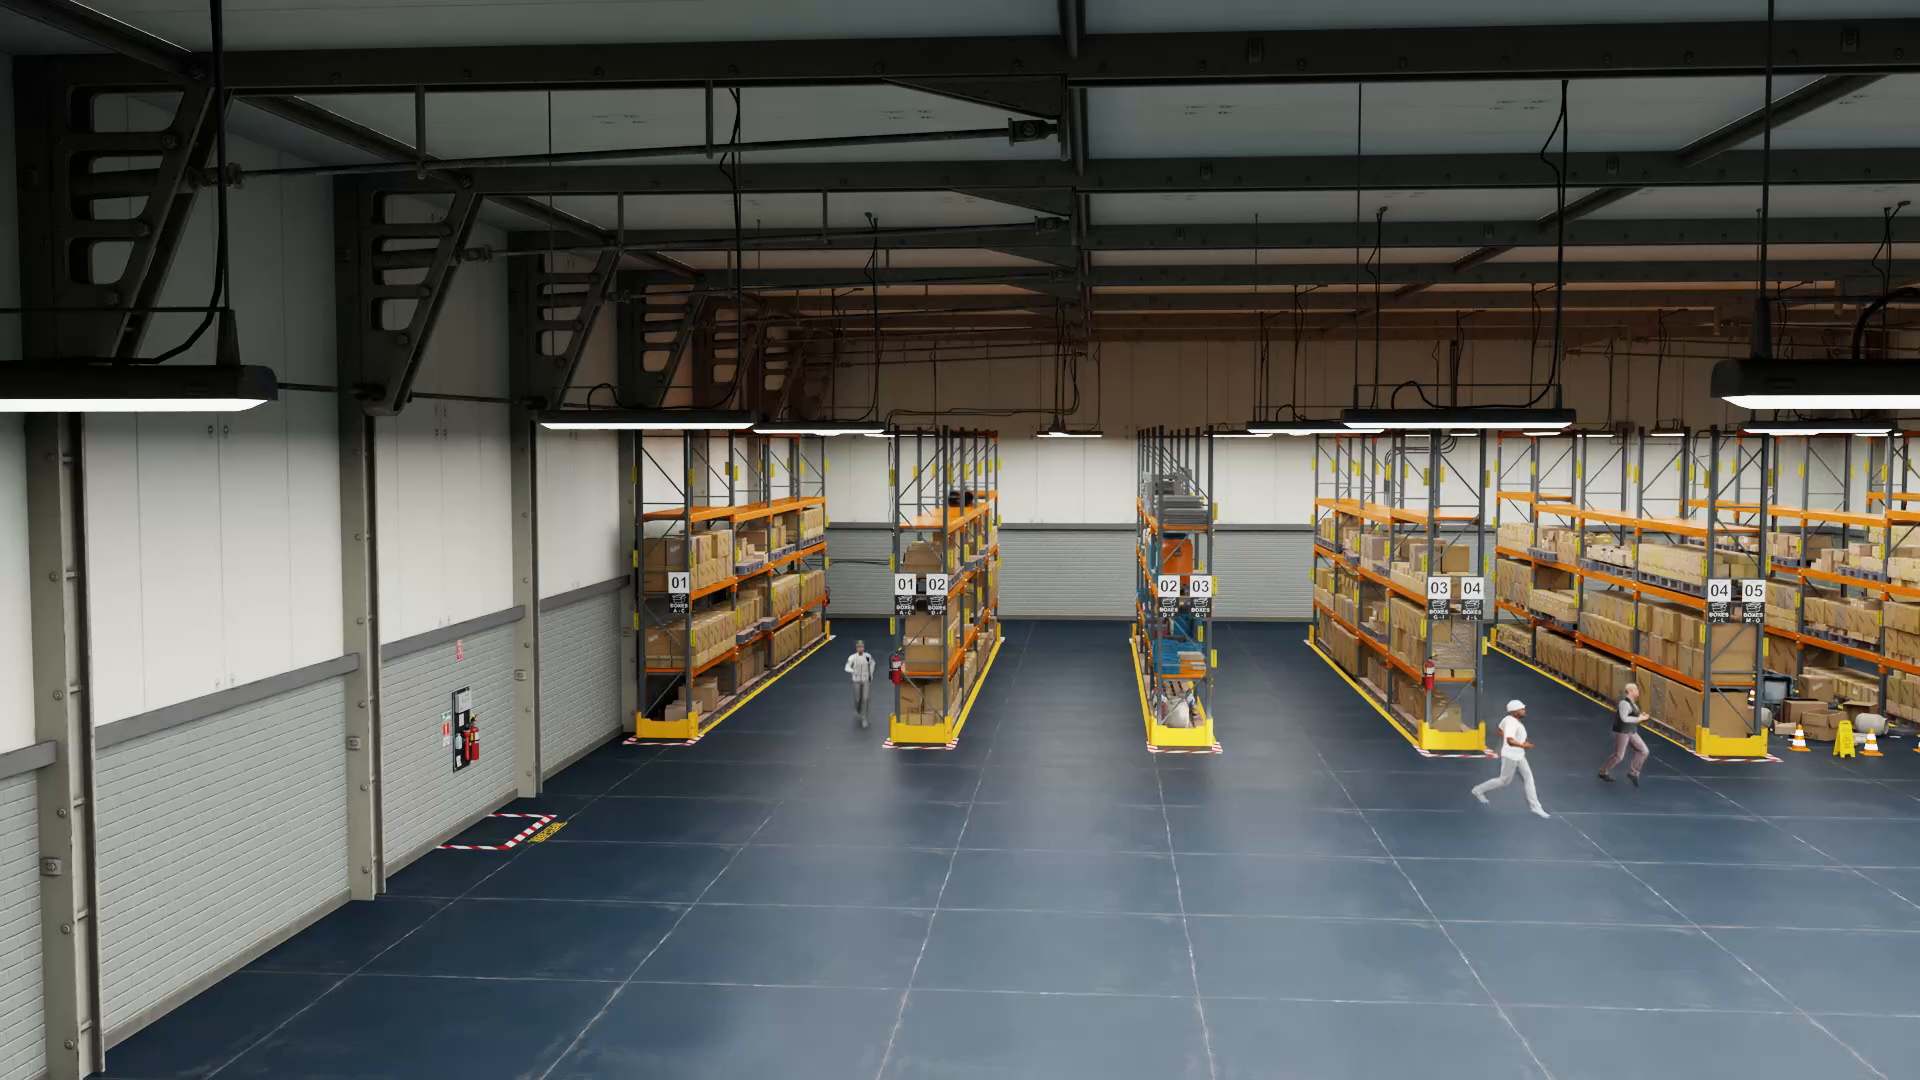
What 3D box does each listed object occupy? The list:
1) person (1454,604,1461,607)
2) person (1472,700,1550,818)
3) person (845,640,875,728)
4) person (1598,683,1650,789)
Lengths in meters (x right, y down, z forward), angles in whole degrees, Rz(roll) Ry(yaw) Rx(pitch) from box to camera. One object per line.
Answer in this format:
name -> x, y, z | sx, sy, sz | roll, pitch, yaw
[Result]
person -> 13.788, 2.132, 46.209 | 0.654, 1.640, 0.567 | 2, 4, 24
person -> 8.394, 3.324, 25.332 | 1.135, 1.779, 0.662 | 2, 4, 31
person -> -1.991, 2.852, 33.379 | 0.592, 1.713, 0.903 | 0, 3, -5
person -> 10.966, 3.219, 27.446 | 0.833, 1.745, 0.679 | 3, 4, 40
